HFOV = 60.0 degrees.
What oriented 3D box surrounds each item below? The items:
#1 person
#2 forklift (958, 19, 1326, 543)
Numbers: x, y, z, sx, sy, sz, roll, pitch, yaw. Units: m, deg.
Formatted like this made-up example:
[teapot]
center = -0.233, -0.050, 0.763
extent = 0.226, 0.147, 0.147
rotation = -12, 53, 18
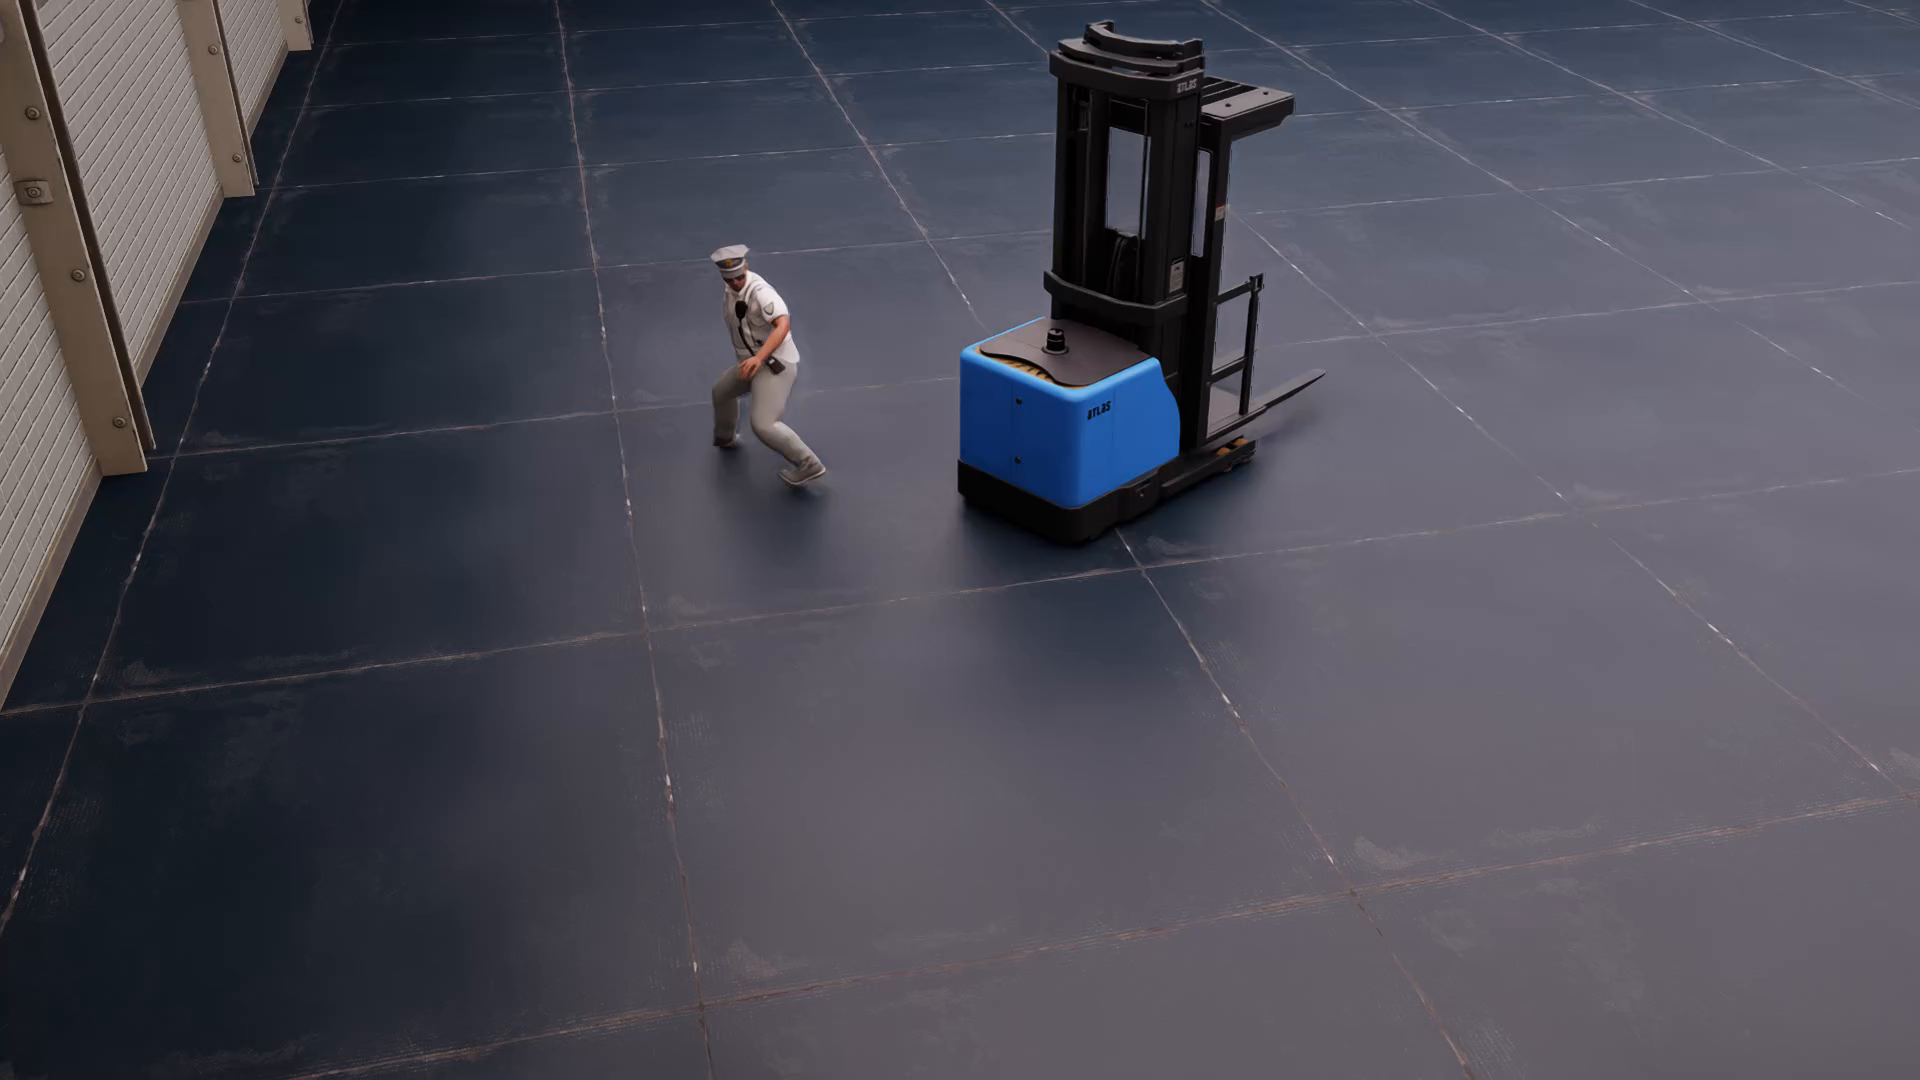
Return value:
[person]
center = -1.374, -1.161, 11.035
extent = 0.540, 1.705, 1.150
rotation = -14, 33, -22
[forklift]
center = 1.381, -1.890, 10.840
extent = 1.130, 2.935, 3.031
rotation = 26, 39, 38
